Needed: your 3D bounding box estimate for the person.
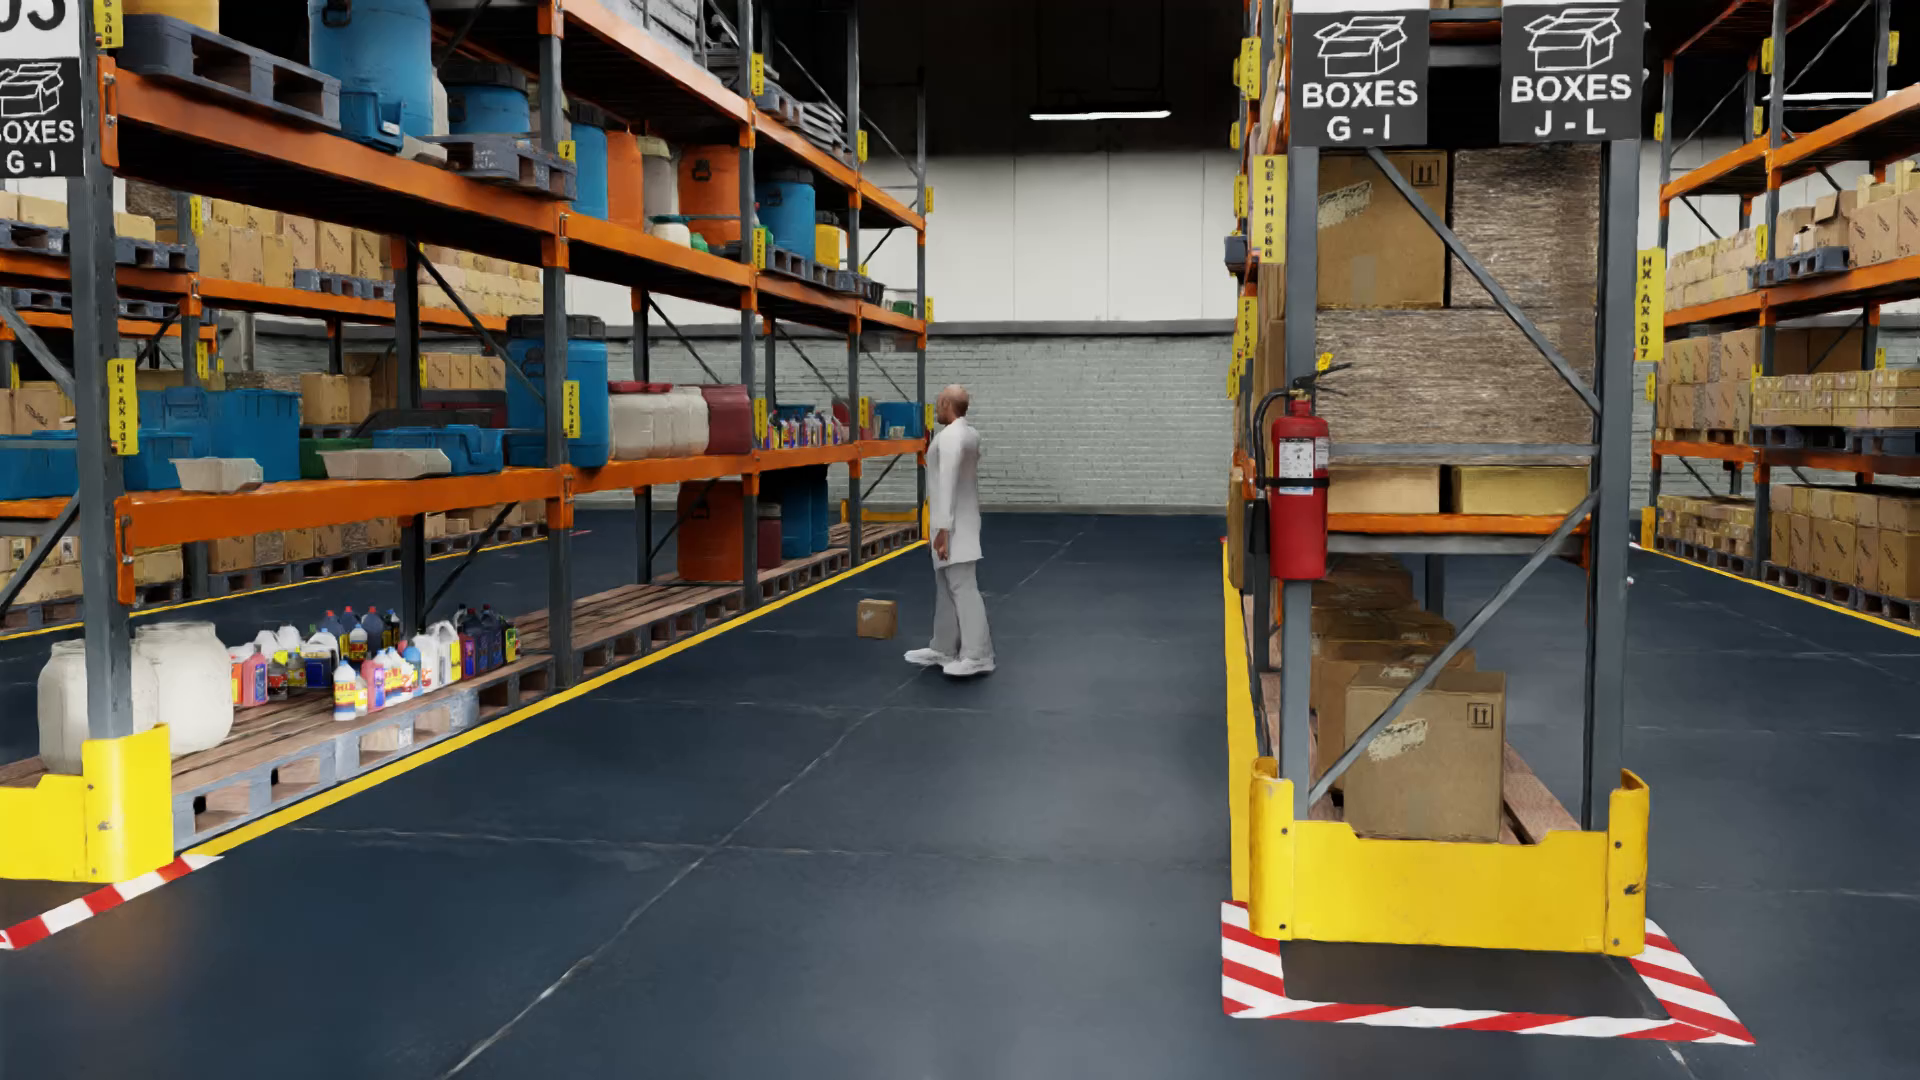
[{"bbox_3d":[-0.067,-0.078,10.381,0.642,1.776,0.738,1,4,11],"label":"person"}]
